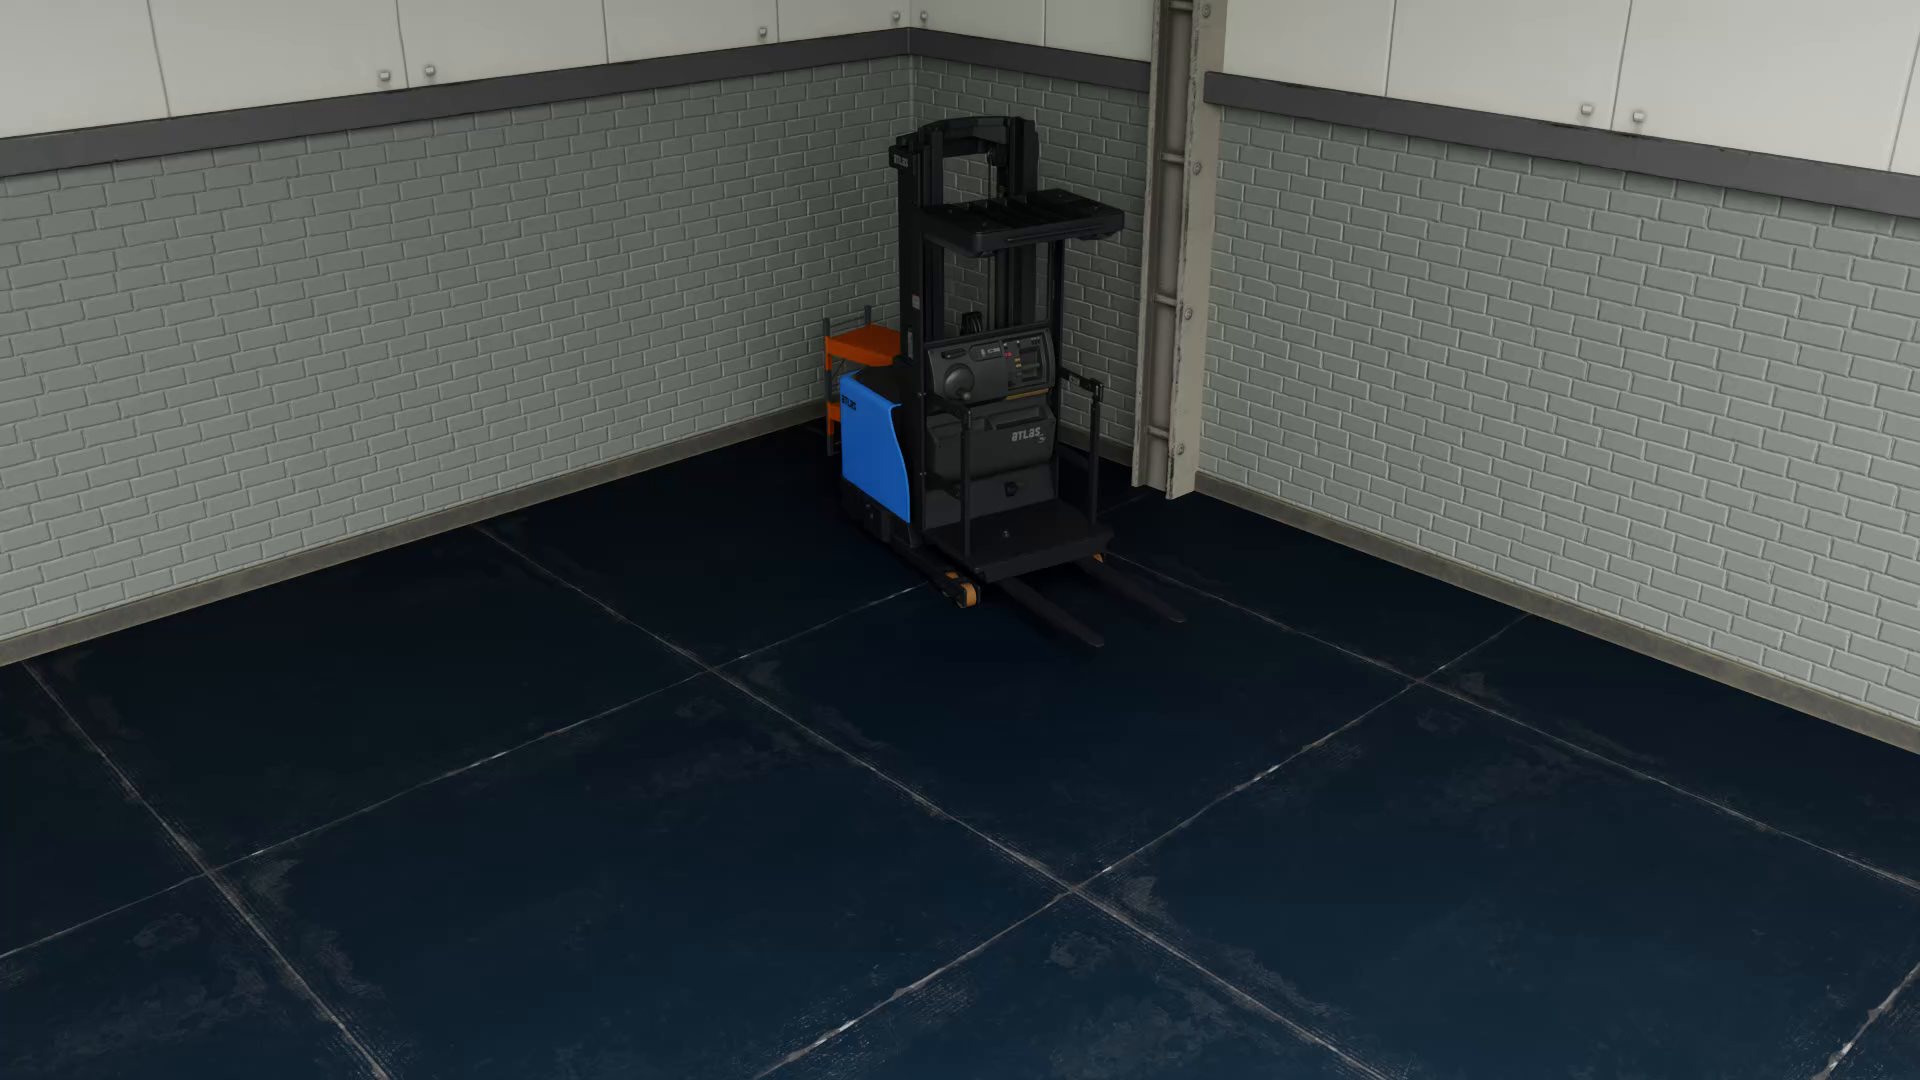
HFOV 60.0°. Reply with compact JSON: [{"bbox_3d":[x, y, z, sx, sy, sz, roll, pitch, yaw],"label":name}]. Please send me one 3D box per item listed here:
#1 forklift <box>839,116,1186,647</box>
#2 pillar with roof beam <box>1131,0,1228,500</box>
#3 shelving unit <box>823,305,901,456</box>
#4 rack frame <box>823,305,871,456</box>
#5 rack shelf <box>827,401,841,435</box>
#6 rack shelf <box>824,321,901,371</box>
[{"bbox_3d":[0.321,-1.111,10.654,1.130,2.935,3.031,-14,28,-28],"label":"forklift"},{"bbox_3d":[-1.595,-3.275,8.087,9.100,9.000,0.400,-21,32,-38],"label":"pillar with roof beam"},{"bbox_3d":[-0.498,-1.120,12.851,1.048,1.125,0.538,20,31,37],"label":"shelving unit"},{"bbox_3d":[-0.878,-1.261,13.159,0.032,1.125,0.500,20,31,37],"label":"rack frame"},{"bbox_3d":[-0.498,-0.898,12.952,1.000,0.278,0.538,20,31,37],"label":"rack shelf"},{"bbox_3d":[-0.498,-1.387,12.729,1.000,0.278,0.538,20,31,37],"label":"rack shelf"}]
